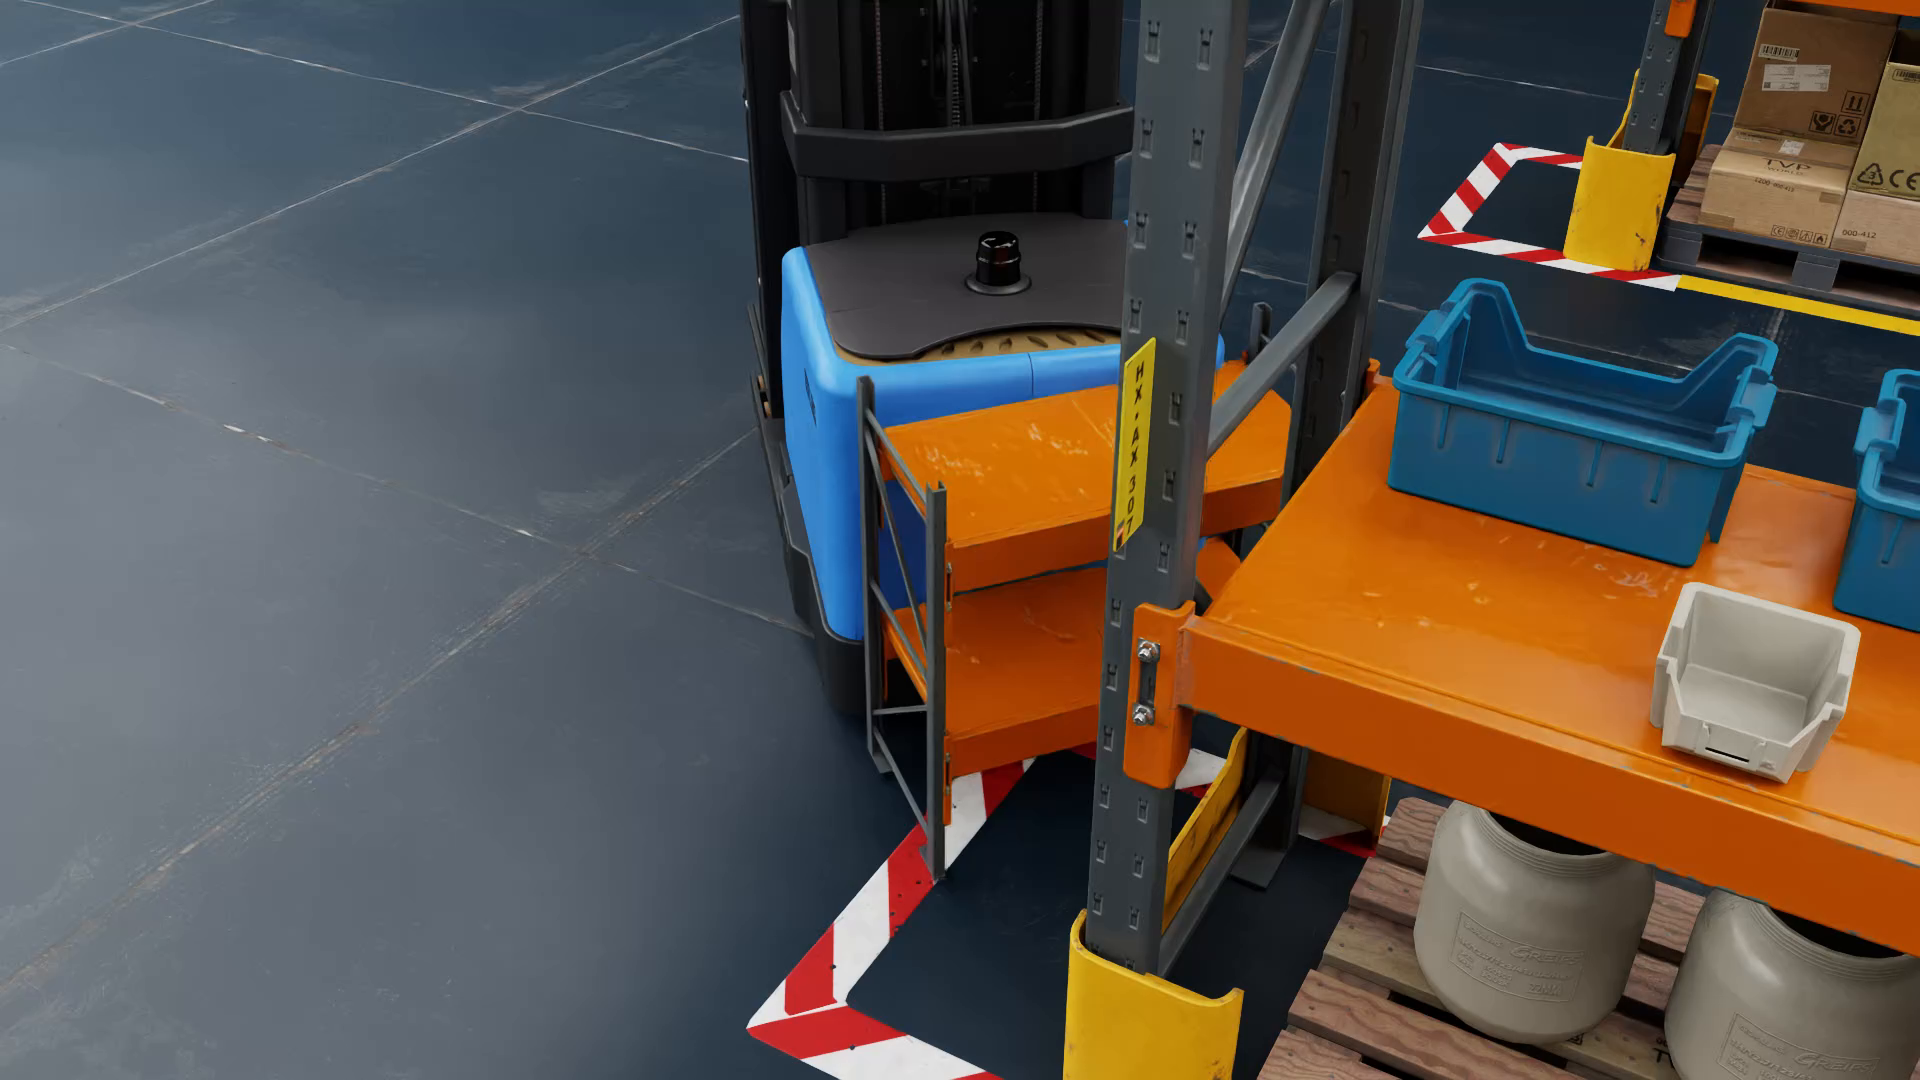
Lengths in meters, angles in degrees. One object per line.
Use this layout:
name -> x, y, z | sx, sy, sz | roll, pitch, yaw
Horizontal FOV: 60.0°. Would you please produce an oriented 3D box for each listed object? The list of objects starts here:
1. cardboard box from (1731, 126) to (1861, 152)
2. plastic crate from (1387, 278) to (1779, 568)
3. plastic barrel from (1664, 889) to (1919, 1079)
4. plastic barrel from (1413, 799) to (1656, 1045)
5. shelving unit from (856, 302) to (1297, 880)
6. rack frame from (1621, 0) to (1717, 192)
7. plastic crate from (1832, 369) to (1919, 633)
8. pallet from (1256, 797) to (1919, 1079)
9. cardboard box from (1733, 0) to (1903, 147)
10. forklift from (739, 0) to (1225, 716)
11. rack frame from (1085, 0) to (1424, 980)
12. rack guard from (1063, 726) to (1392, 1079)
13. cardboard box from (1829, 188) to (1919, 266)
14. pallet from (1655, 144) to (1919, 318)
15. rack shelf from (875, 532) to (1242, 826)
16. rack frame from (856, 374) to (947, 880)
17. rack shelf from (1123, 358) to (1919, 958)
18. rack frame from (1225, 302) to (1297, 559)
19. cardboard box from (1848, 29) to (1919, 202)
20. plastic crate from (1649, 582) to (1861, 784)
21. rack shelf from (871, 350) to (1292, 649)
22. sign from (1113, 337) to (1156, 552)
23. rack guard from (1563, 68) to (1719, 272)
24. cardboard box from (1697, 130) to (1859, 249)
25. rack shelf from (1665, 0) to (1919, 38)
cardboard box -> 3.612, -1.696, 7.192 | 0.500, 0.250, 0.500 | 18, 37, 24
plastic crate -> 1.122, -0.233, 3.027 | 0.616, 0.251, 0.499 | 18, 37, 24
plastic barrel -> 1.583, 0.854, 3.126 | 0.421, 0.512, 0.421 | 0, 34, 0
plastic barrel -> 1.148, 0.717, 3.333 | 0.421, 0.512, 0.421 | 0, 34, 0
shelving unit -> 0.339, 0.120, 4.031 | 1.048, 1.125, 0.538 | -12, 38, -17
rack frame -> 3.000, -2.671, 6.555 | 0.127, 3.000, 1.000 | 18, 37, 24
plastic crate -> 1.683, -0.051, 2.755 | 0.408, 0.251, 0.499 | 18, 37, 24
pallet -> 1.331, 1.097, 3.413 | 1.213, 0.211, 1.003 | 18, 37, 24
cardboard box -> 3.613, -2.009, 6.986 | 0.500, 0.500, 0.500 | 18, 37, 24
forklift -> -0.125, -1.562, 4.951 | 1.130, 2.935, 3.031 | -6, 34, -10
rack frame -> 0.539, -0.288, 2.977 | 0.127, 3.000, 1.000 | 18, 37, 24
rack guard -> 0.628, 0.750, 3.672 | 0.348, 0.500, 1.175 | 18, 37, 24
cardboard box -> 3.791, -1.311, 6.614 | 0.500, 0.250, 0.500 | 18, 37, 24
pallet -> 3.685, -1.320, 7.042 | 1.213, 0.211, 1.003 | 18, 37, 24
rack shelf -> 0.337, 0.319, 4.173 | 1.000, 0.278, 0.538 | -12, 38, -17
rack frame -> -0.135, 0.223, 3.879 | 0.032, 1.125, 0.500 | -12, 38, -17
rack shelf -> 2.275, 0.561, 2.350 | 4.000, 0.370, 1.077 | 18, 37, 24
rack frame -> 0.813, 0.016, 4.183 | 0.032, 1.125, 0.500 | -12, 38, -17
cardboard box -> 3.790, -1.622, 6.405 | 0.500, 0.500, 0.500 | 18, 37, 24
plastic crate -> 1.156, 0.222, 2.448 | 0.250, 0.136, 0.298 | 18, 37, 24
rack shelf -> 0.342, -0.119, 3.861 | 1.000, 0.278, 0.538 | -12, 38, -17
sign -> 0.262, -0.140, 2.504 | 0.005, 0.325, 0.100 | 18, 37, 24
rack guard -> 2.979, -1.637, 7.257 | 0.348, 0.500, 1.175 | 18, 37, 24
cardboard box -> 3.355, -1.447, 6.818 | 0.500, 0.250, 0.500 | 18, 37, 24
rack shelf -> 4.736, -1.821, 5.928 | 4.000, 0.370, 1.077 | 18, 37, 24
